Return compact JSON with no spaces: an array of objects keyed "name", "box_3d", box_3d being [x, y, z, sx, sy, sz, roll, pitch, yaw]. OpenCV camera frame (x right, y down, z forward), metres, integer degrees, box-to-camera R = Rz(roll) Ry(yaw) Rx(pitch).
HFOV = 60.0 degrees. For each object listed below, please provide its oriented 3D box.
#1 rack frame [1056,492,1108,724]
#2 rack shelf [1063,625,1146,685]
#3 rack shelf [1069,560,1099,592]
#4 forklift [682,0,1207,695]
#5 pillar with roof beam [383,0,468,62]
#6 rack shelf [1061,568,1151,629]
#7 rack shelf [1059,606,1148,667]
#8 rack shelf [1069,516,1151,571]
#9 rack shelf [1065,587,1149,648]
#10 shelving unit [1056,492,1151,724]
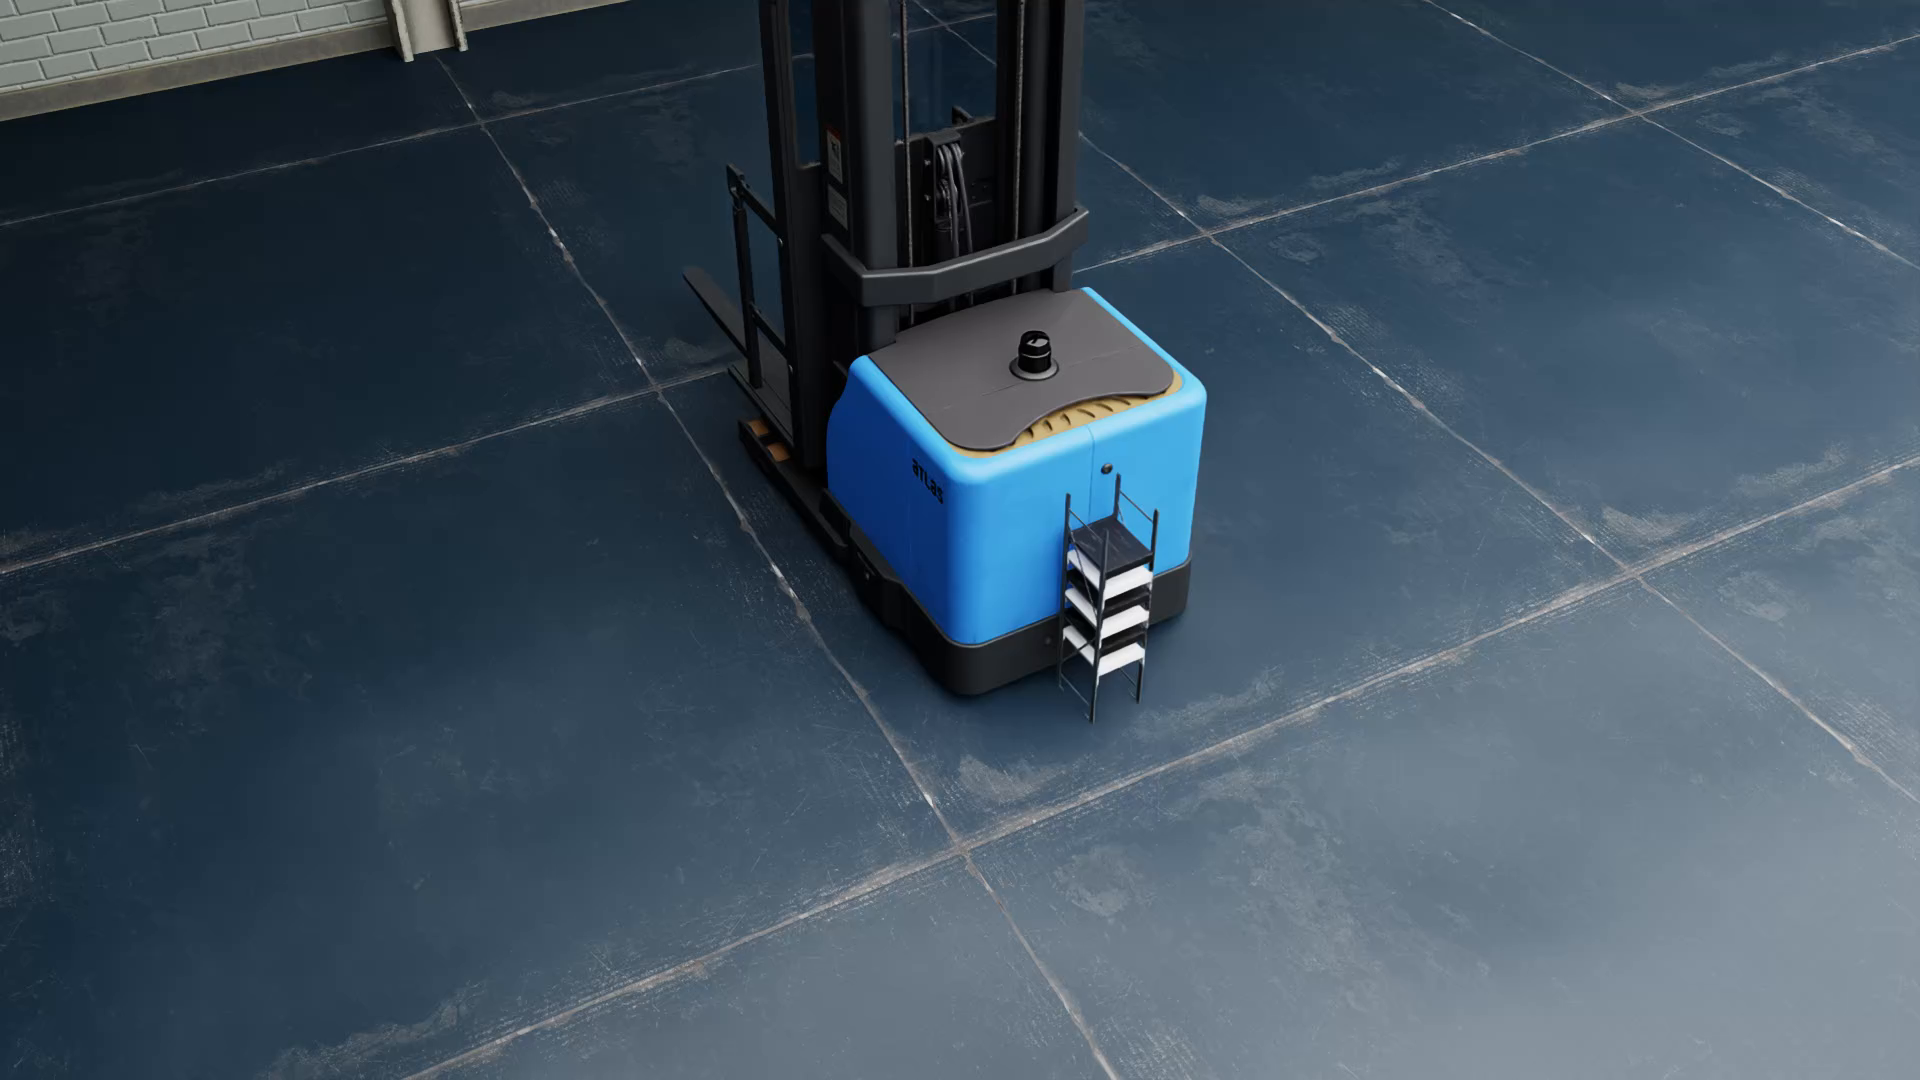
[{"name":"rack frame","box_3d":[0.418,0.250,5.758,0.006,0.900,0.240,-21,45,-23]},{"name":"rack shelf","box_3d":[0.505,0.380,5.935,0.200,0.077,0.258,-21,45,-23]},{"name":"rack shelf","box_3d":[0.505,0.094,5.693,0.184,0.015,0.199,-21,45,-23]},{"name":"forklift","box_3d":[-0.292,-1.474,6.272,1.129,2.867,3.031,-20,44,-22]},{"name":"pillar with roof beam","box_3d":[-1.320,-4.052,4.571,0.400,9.000,9.100,-19,44,-21]},{"name":"rack shelf","box_3d":[0.505,0.174,5.761,0.200,0.077,0.258,-21,45,-23]},{"name":"rack shelf","box_3d":[0.505,0.311,5.877,0.200,0.077,0.258,-21,45,-23]},{"name":"rack shelf","box_3d":[0.505,0.021,5.631,0.190,0.026,0.221,-21,45,-23]},{"name":"rack shelf","box_3d":[0.505,0.242,5.819,0.200,0.077,0.258,-21,45,-23]},{"name":"shelving unit","box_3d":[0.503,0.218,5.796,0.205,0.900,0.258,-21,45,-23]}]
